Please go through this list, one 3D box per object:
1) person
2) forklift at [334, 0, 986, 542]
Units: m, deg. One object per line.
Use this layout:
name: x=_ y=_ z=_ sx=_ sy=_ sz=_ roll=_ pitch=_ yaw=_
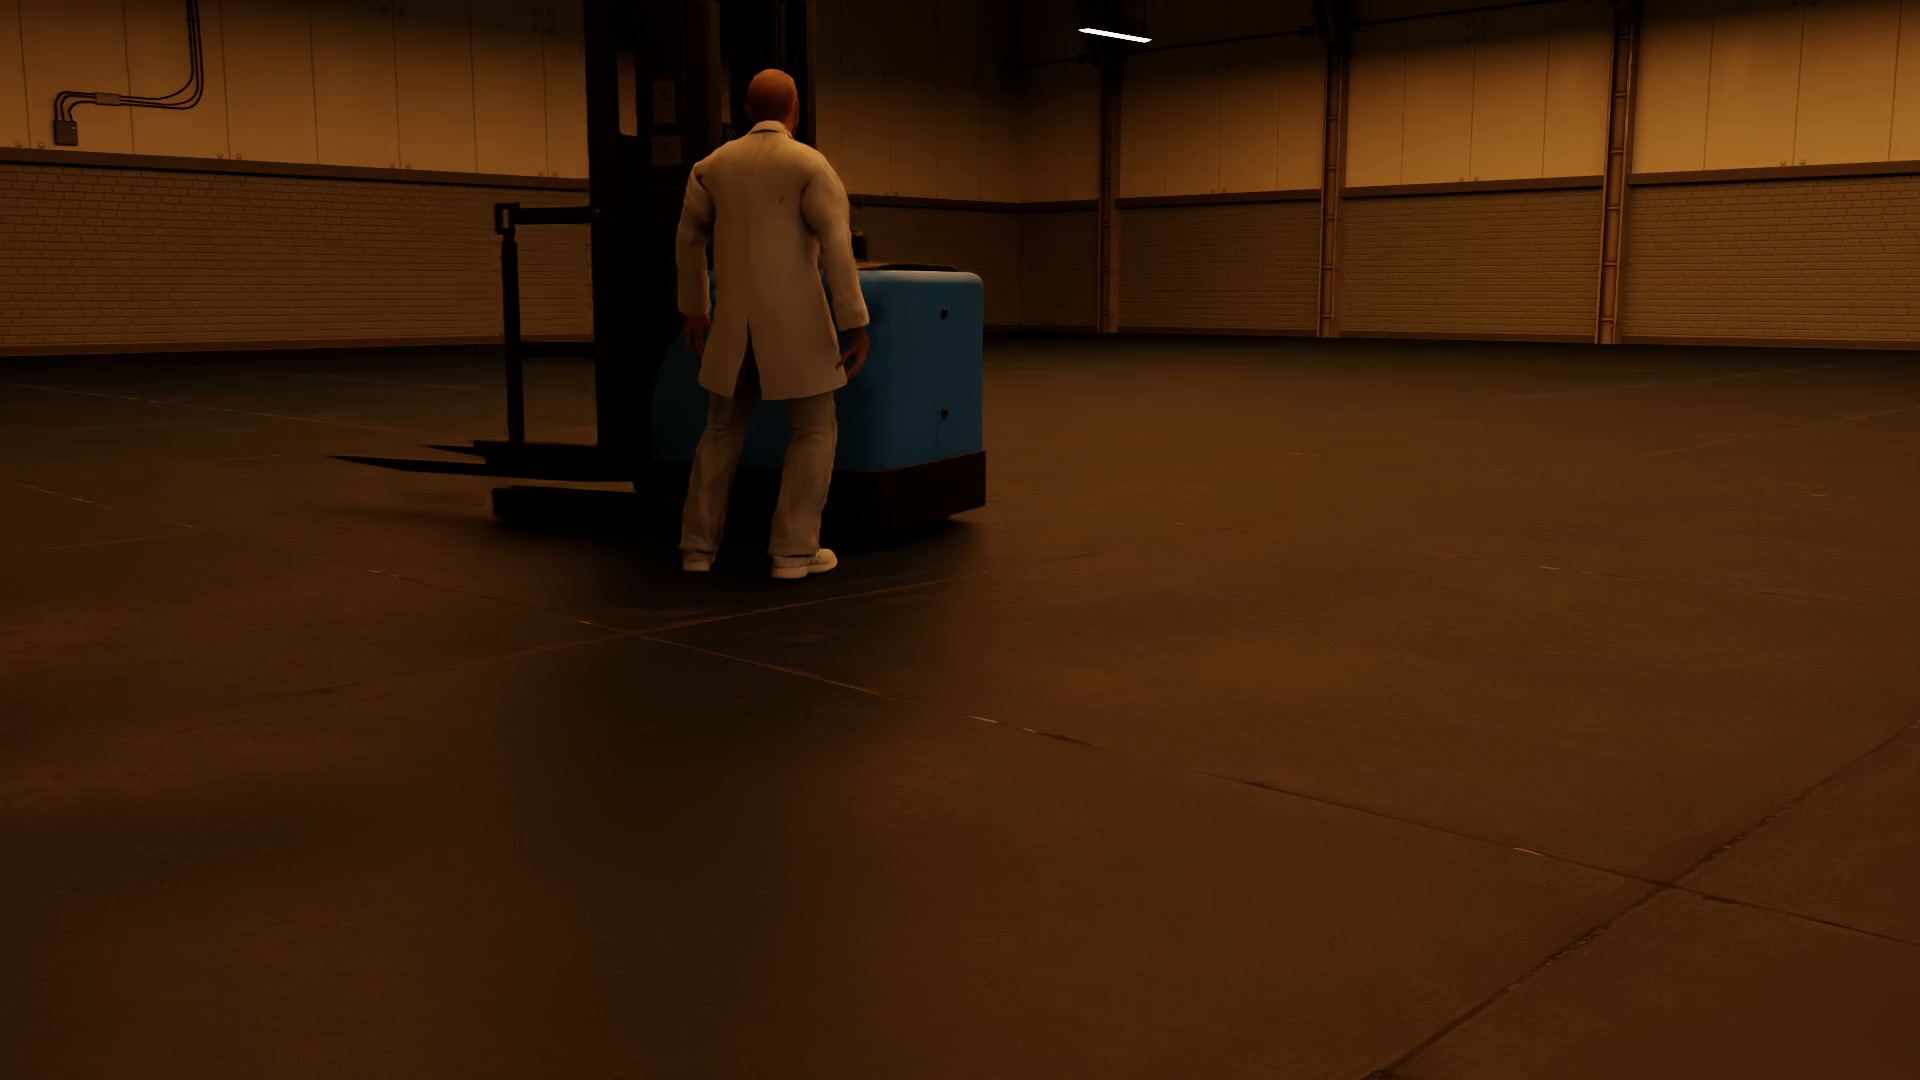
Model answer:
person: x=-0.667 y=-0.754 z=5.843 sx=0.824 sy=1.754 sz=0.392 roll=4 pitch=9 yaw=24
forklift: x=-1.443 y=-1.567 z=7.282 sx=3.031 sy=2.935 sz=1.130 roll=4 pitch=10 yaw=26
